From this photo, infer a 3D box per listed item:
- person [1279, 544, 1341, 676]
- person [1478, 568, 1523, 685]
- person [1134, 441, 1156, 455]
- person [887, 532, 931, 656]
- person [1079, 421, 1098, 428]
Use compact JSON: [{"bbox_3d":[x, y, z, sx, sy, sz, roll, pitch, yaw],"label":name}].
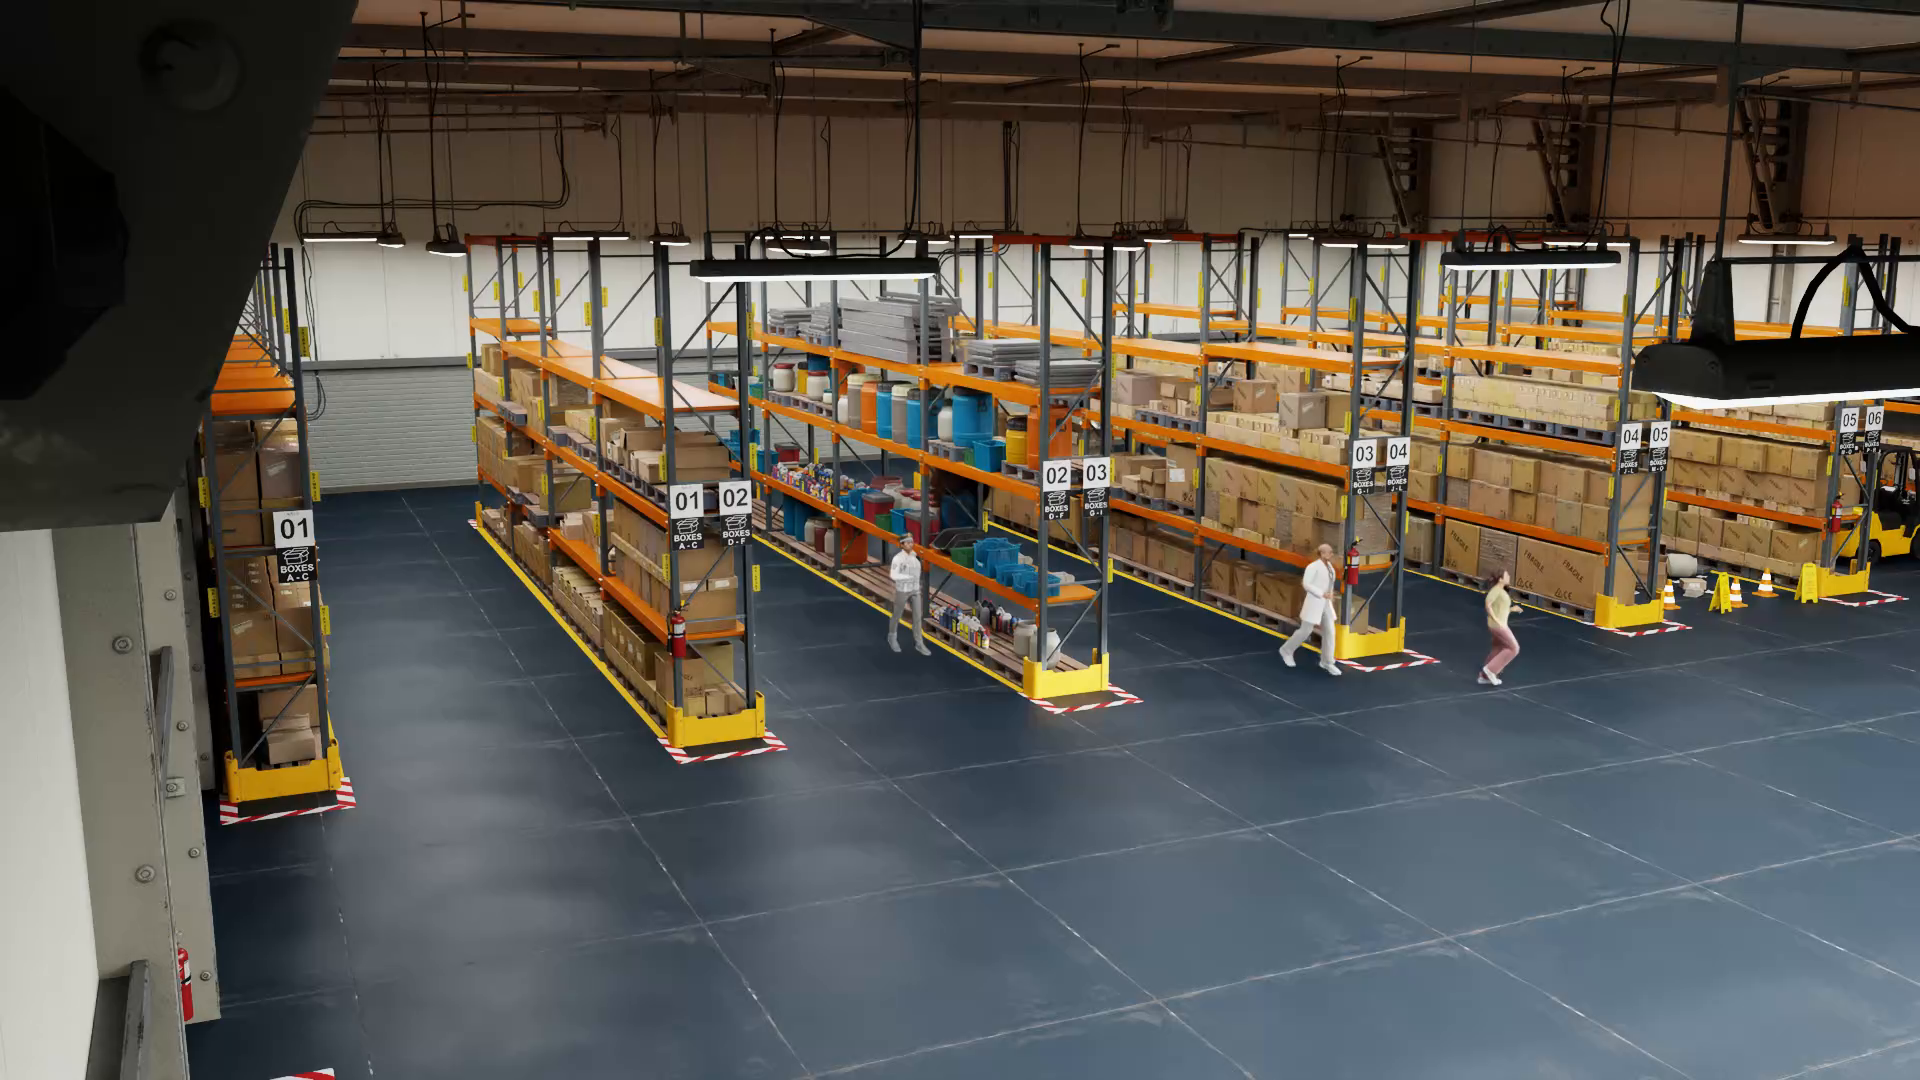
[{"bbox_3d":[5.095,0.946,23.569,0.770,1.800,0.958,-10,15,-43],"label":"person"},{"bbox_3d":[7.401,1.192,22.709,0.541,1.612,0.584,3,11,13],"label":"person"},{"bbox_3d":[4.555,-2.576,41.772,0.931,1.761,0.757,6,13,30],"label":"person"},{"bbox_3d":[-0.716,0.747,23.236,0.616,1.743,0.818,-9,14,-40],"label":"person"},{"bbox_3d":[3.067,-2.366,41.023,0.686,1.632,0.910,9,14,38],"label":"person"}]
